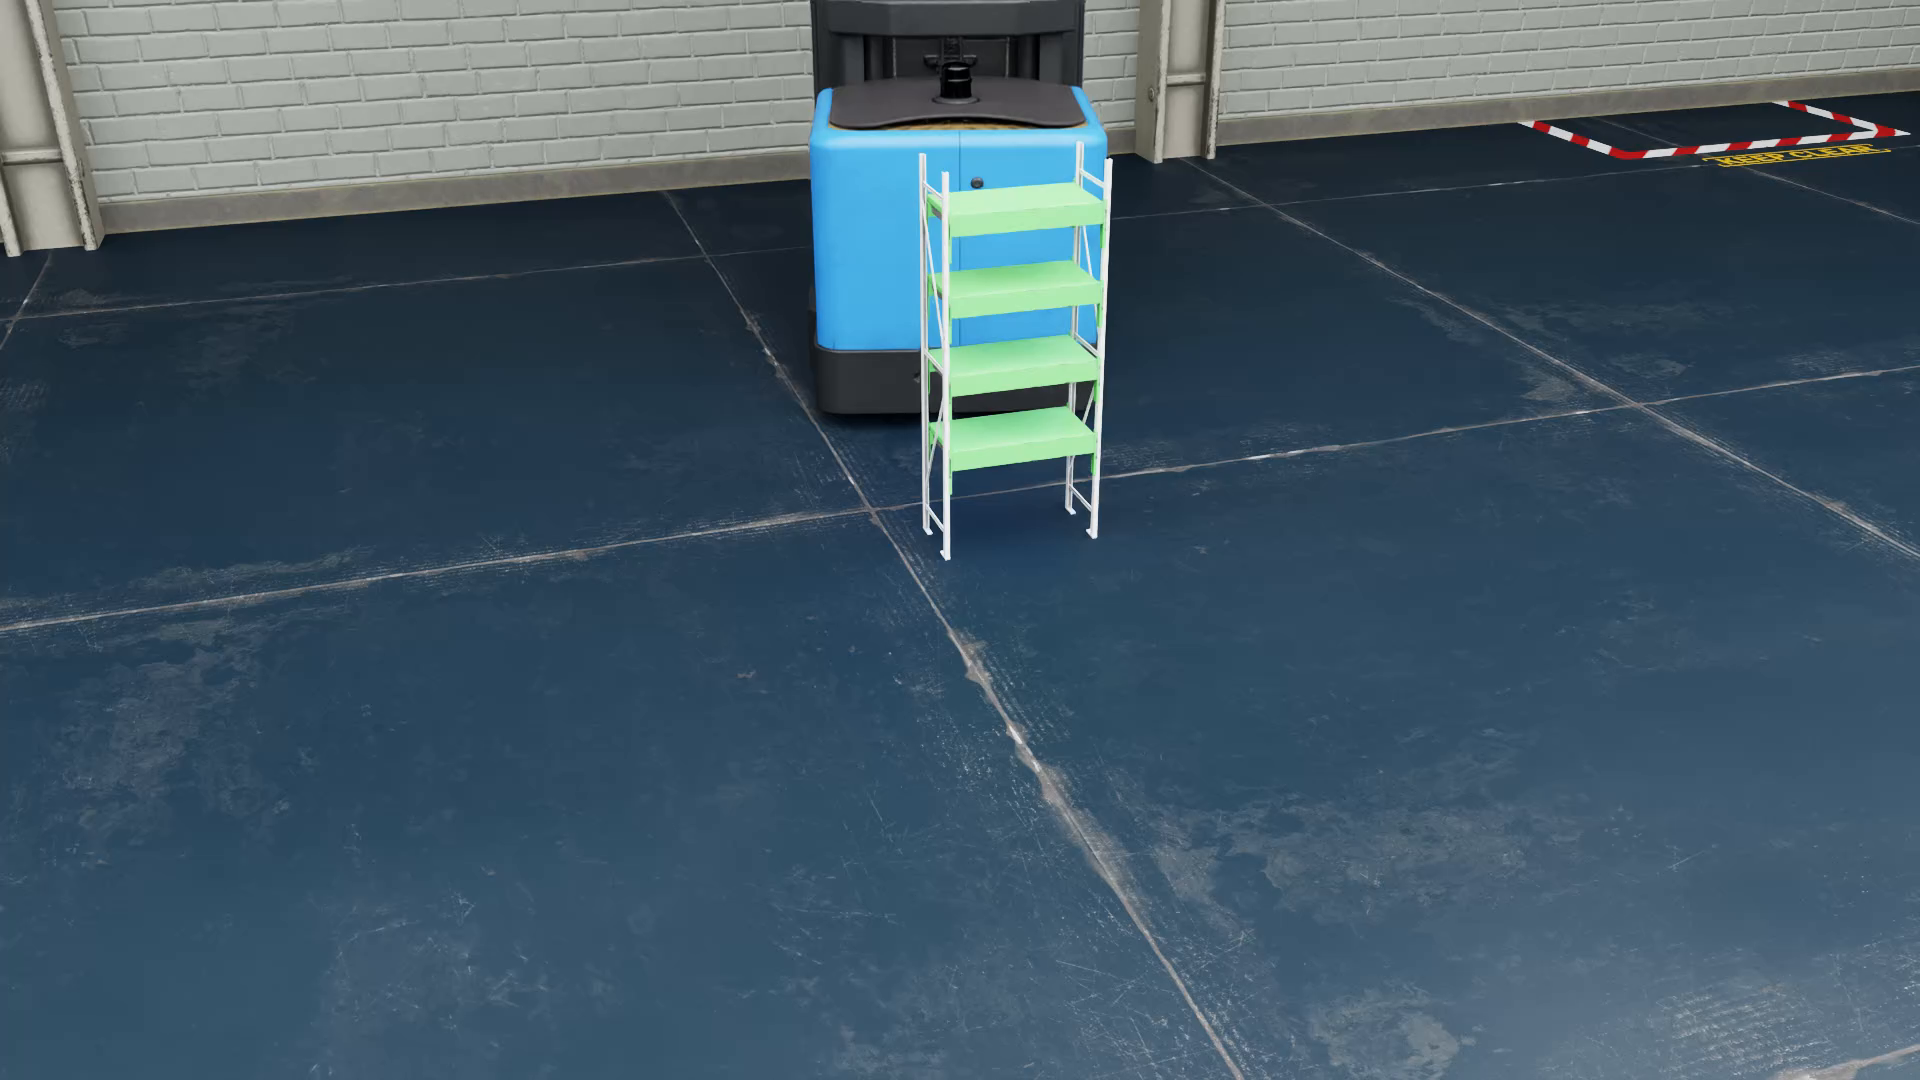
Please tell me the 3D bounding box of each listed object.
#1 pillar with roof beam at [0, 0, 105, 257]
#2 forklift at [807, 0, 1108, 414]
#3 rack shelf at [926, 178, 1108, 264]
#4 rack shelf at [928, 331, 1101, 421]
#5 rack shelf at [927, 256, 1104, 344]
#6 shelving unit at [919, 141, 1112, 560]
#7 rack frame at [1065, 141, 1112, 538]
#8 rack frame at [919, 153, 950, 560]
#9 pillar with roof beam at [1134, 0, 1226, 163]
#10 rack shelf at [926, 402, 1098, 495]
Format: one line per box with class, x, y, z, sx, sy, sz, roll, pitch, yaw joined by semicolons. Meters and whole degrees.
pillar with roof beam;-3.106;-3.665;2.512;0.400;9.000;9.100;-8;28;-16
forklift;-0.059;-2.382;6.752;1.130;2.935;3.031;-1;26;-2
rack shelf;0.157;-0.933;4.844;0.480;0.148;0.258;-8;28;-16
rack shelf;0.157;-0.503;5.058;0.480;0.148;0.258;-8;28;-16
rack shelf;0.157;-0.718;4.951;0.480;0.148;0.258;-8;28;-16
shelving unit;0.157;-0.560;5.029;0.503;1.200;0.258;-8;28;-16
rack frame;0.389;-0.594;5.097;0.015;1.200;0.240;-8;28;-16
rack frame;-0.075;-0.527;4.961;0.015;1.200;0.240;-8;28;-16
pillar with roof beam;2.599;-4.491;4.176;0.400;9.000;9.100;-8;28;-16
rack shelf;0.157;-0.288;5.164;0.480;0.148;0.258;-8;28;-16
